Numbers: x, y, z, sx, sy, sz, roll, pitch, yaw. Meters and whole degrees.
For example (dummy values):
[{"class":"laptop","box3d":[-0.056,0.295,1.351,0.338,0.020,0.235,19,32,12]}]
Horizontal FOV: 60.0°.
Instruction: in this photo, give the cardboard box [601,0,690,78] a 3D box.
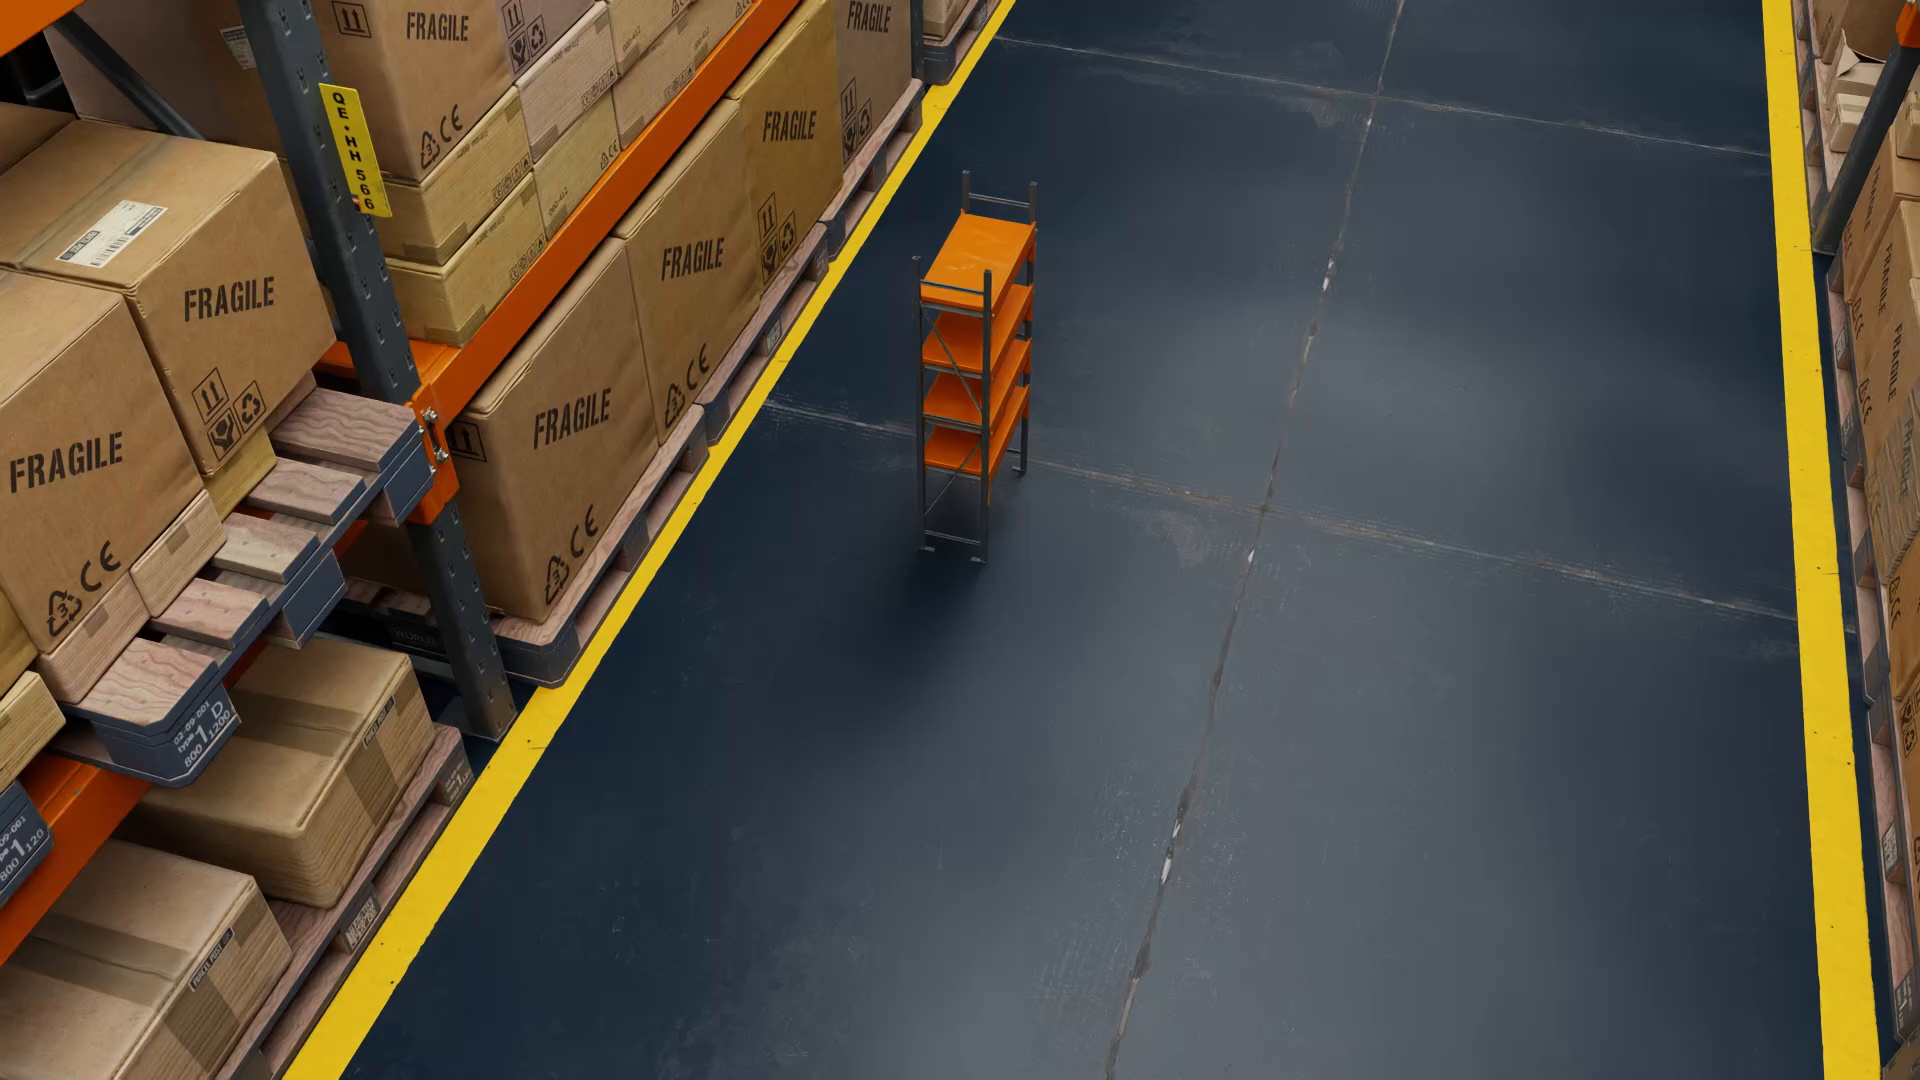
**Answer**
[{"class":"cardboard box","box3d":[-1.164,-1.675,5.067,0.500,0.250,0.500,12,46,12]}]

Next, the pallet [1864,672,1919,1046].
[{"class":"pallet","box3d":[3.121,0.966,4.612,1.003,0.211,1.213,13,46,13]}]

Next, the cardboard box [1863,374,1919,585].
[{"class":"cardboard box","box3d":[3.239,-0.156,5.252,0.500,0.500,0.500,11,45,11]}]

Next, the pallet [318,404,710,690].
[{"class":"pallet","box3d":[-1.563,-0.103,5.705,1.003,0.211,1.213,13,46,13]}]

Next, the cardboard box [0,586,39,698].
[{"class":"cardboard box","box3d":[-2.044,0.163,2.854,0.500,0.500,0.500,10,45,10]}]

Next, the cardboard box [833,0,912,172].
[{"class":"cardboard box","box3d":[-0.774,-2.217,7.090,0.875,0.875,0.875,14,46,14]}]

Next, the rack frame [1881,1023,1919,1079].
[{"class":"rack frame","box3d":[2.858,0.458,3.137,1.000,3.000,0.127,13,46,13]}]

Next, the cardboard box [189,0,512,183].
[{"class":"cardboard box","box3d":[-1.491,-1.260,4.107,0.500,0.500,0.500,11,45,11]}]

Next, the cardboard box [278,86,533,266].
[{"class":"cardboard box","box3d":[-1.485,-1.001,4.378,0.500,0.250,0.500,12,46,12]}]

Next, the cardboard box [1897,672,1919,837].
[{"class":"cardboard box","box3d":[2.943,0.543,4.537,0.500,0.500,0.500,12,46,12]}]

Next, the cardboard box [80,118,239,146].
[{"class":"cardboard box","box3d":[-1.969,-1.092,4.471,0.500,0.250,0.500,12,46,12]}]

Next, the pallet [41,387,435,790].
[{"class":"pallet","box3d":[-1.988,-0.024,3.767,1.213,0.211,1.003,13,46,13]}]

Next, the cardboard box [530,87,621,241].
[{"class":"cardboard box","box3d":[-1.347,-1.156,4.894,0.500,0.250,0.500,11,46,11]}]

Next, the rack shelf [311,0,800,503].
[{"class":"rack shelf","box3d":[-1.268,-1.666,5.823,1.077,0.370,4.000,13,46,13]}]

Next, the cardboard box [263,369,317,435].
[{"class":"cardboard box","box3d":[-1.748,-0.382,3.875,0.380,0.149,0.250,14,46,14]}]

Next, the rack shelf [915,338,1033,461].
[{"class":"rack shelf","box3d":[0.050,-0.491,5.490,0.258,0.148,0.480,13,46,13]}]

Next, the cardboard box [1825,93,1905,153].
[{"class":"cardboard box","box3d":[3.959,-1.772,7.155,0.380,0.149,0.250,11,45,11]}]

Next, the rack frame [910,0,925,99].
[{"class":"rack frame","box3d":[-0.662,-3.257,6.933,1.000,3.000,0.127,13,46,13]}]

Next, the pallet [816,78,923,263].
[{"class":"pallet","box3d":[-0.824,-1.730,7.367,1.003,0.211,1.213,13,46,13]}]

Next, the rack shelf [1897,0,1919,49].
[{"class":"rack shelf","box3d":[3.464,-0.618,4.751,1.077,0.370,4.000,13,46,13]}]

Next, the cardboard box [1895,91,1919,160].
[{"class":"cardboard box","box3d":[3.707,-1.513,6.175,0.380,0.149,0.250,15,46,14]}]

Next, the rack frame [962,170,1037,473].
[{"class":"rack frame","box3d":[0.124,-0.702,5.609,0.240,1.200,0.015,13,46,13]}]

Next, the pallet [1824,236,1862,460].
[{"class":"pallet","box3d":[3.859,-0.661,6.275,1.003,0.211,1.213,13,46,13]}]

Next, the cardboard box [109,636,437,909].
[{"class":"cardboard box","box3d":[-2.054,0.573,4.598,0.950,0.372,0.625,10,45,10]}]

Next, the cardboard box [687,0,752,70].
[{"class":"cardboard box","box3d":[-1.036,-1.834,5.587,0.500,0.250,0.500,13,46,13]}]

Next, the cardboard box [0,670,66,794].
[{"class":"cardboard box","box3d":[-1.948,0.342,3.135,0.380,0.149,0.250,13,46,13]}]

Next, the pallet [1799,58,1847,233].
[{"class":"pallet","box3d":[4.279,-1.669,7.304,1.003,0.211,1.213,13,46,13]}]

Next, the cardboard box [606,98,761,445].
[{"class":"cardboard box","box3d":[-1.311,-1.017,5.864,0.875,0.875,0.875,13,46,13]}]

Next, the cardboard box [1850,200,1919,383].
[{"class":"cardboard box","box3d":[3.557,-0.833,5.943,0.500,0.500,0.500,12,46,12]}]

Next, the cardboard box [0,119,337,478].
[{"class":"cardboard box","box3d":[-1.746,-0.521,3.553,0.500,0.500,0.500,11,46,11]}]

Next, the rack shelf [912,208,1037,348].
[{"class":"rack shelf","box3d":[0.050,-0.820,5.168,0.258,0.148,0.480,13,46,13]}]

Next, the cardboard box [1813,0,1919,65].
[{"class":"cardboard box","box3d":[4.395,-2.490,7.636,0.700,0.500,0.500,11,45,11]}]

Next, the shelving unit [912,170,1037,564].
[{"class":"shelving unit","box3d":[0.050,-0.539,5.443,0.258,1.200,0.503,13,46,13]}]

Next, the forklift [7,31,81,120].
[{"class":"forklift","box3d":[-3.553,-1.776,5.469,3.031,2.935,1.130,3,44,3]}]

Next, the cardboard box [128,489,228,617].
[{"class":"cardboard box","box3d":[-1.794,-0.011,3.496,0.380,0.149,0.250,12,46,12]}]
